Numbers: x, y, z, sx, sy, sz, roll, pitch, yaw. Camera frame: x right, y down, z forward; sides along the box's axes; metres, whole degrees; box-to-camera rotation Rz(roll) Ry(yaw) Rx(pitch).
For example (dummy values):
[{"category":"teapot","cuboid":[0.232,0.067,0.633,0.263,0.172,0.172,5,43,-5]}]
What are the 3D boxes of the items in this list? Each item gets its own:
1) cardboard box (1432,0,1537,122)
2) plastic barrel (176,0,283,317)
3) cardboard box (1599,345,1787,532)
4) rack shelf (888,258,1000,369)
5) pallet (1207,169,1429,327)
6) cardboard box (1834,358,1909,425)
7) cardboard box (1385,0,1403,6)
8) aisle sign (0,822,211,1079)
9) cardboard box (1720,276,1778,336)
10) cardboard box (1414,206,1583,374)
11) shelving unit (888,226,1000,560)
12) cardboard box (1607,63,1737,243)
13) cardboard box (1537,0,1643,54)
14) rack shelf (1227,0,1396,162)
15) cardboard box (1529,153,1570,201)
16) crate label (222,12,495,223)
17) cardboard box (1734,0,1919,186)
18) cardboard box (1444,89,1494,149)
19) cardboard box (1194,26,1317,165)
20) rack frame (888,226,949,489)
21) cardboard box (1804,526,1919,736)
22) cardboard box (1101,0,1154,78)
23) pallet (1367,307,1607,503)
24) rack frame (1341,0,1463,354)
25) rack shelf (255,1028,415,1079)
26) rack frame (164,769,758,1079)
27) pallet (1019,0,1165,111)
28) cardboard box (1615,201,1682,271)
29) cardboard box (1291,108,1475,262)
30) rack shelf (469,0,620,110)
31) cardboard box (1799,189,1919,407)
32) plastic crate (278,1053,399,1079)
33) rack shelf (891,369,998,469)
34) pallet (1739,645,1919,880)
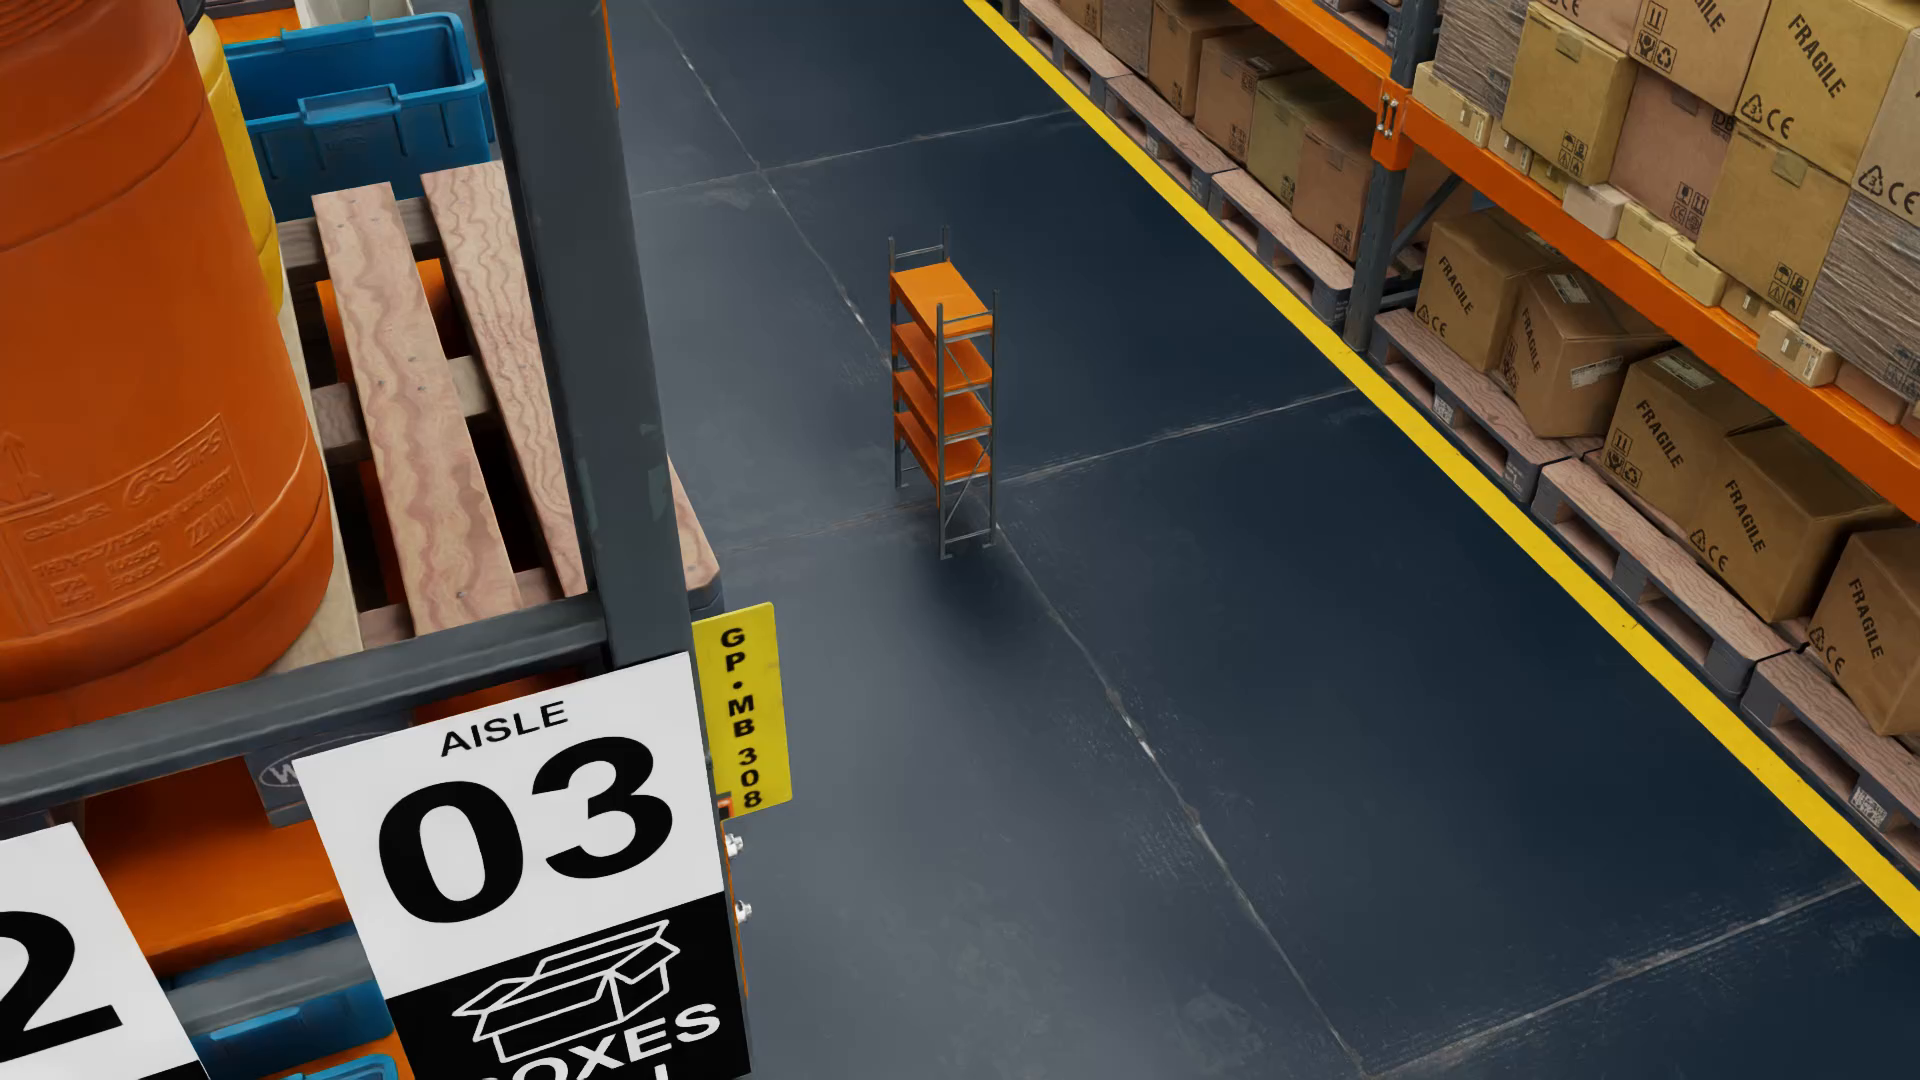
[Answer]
[{"category":"cardboard box","cuboid":[2.400,-2.030,6.506,0.875,0.500,0.500,-15,43,-17]},{"category":"plastic barrel","cuboid":[-1.314,-0.544,2.315,0.600,0.588,0.600,0,41,0]},{"category":"cardboard box","cuboid":[2.937,-0.429,6.544,0.500,0.500,0.500,-19,44,-21]},{"category":"rack shelf","cuboid":[-0.063,-0.853,6.219,0.258,0.148,0.480,-15,43,-17]},{"category":"pallet","cuboid":[1.986,-1.578,8.423,1.003,0.211,1.213,-15,43,-17]},{"category":"cardboard box","cuboid":[3.022,-0.531,5.259,0.380,0.149,0.250,-15,43,-17]},{"category":"cardboard box","cuboid":[2.110,-3.066,7.233,1.000,1.000,1.000,-15,43,-17]},{"category":"aisle sign","cuboid":[-1.007,0.611,1.745,0.394,0.787,0.004,-15,43,-17]},{"category":"cardboard box","cuboid":[2.813,-0.827,5.604,0.380,0.149,0.250,-15,43,-17]},{"category":"cardboard box","cuboid":[2.401,-1.127,7.355,0.500,0.500,0.500,-16,43,-18]},{"category":"shelving unit","cuboid":[-0.063,-0.555,6.475,0.258,1.200,0.503,-15,43,-17]},{"category":"cardboard box","cuboid":[2.843,-1.444,5.824,0.875,0.500,0.500,-15,43,-17]},{"category":"cardboard box","cuboid":[2.415,-2.061,5.774,0.500,0.500,0.500,-15,43,-17]},{"category":"rack shelf","cuboid":[1.520,-3.098,8.604,1.077,0.370,4.000,-15,43,-17]},{"category":"cardboard box","cuboid":[2.399,-1.421,6.294,0.380,0.149,0.250,-15,43,-17]},{"category":"crate label","cuboid":[-1.171,-0.812,3.207,0.502,0.251,0.408,-15,43,-17]},{"category":"cardboard box","cuboid":[2.807,-1.461,5.077,0.500,0.500,0.500,-15,43,-17]},{"category":"cardboard box","cuboid":[2.173,-1.713,6.634,0.380,0.149,0.250,-15,43,-17]},{"category":"cardboard box","cuboid":[1.690,-2.389,8.808,0.700,0.500,0.500,-19,44,-20]},{"category":"rack frame","cuboid":[-0.157,-0.702,6.646,0.240,1.200,0.015,-15,43,-17]},{"category":"cardboard box","cuboid":[3.332,0.300,5.696,0.500,0.500,0.500,-5,41,-6]},{"category":"cardboard box","cuboid":[1.253,-3.065,9.594,0.700,0.500,0.500,-19,44,-20]},{"category":"pallet","cuboid":[2.575,-0.713,7.418,1.003,0.211,1.213,-15,43,-17]},{"category":"rack frame","cuboid":[2.285,-2.166,6.969,1.000,3.000,0.127,-15,43,-17]},{"category":"rack shelf","cuboid":[-1.526,0.547,4.365,1.077,0.370,4.000,-15,43,-17]},{"category":"rack frame","cuboid":[-0.761,1.479,2.730,1.000,3.000,0.127,-15,43,-17]},{"category":"pallet","cuboid":[1.052,-3.047,10.132,1.003,0.211,1.213,-15,43,-17]},{"category":"cardboard box","cuboid":[2.590,-1.120,5.944,0.380,0.149,0.250,-15,43,-17]},{"category":"cardboard box","cuboid":[2.070,-1.761,8.076,0.700,0.500,0.500,-18,44,-20]},{"category":"rack shelf","cuboid":[-1.526,-1.576,2.540,1.077,0.370,4.000,-15,43,-17]},{"category":"cardboard box","cuboid":[3.177,-0.829,5.108,0.875,0.500,0.500,-15,43,-17]},{"category":"plastic crate","cuboid":[-1.228,1.308,3.042,0.499,0.251,0.616,-15,43,-17]},{"category":"rack shelf","cuboid":[-0.063,-0.504,6.519,0.258,0.148,0.480,-15,43,-17]},{"category":"pallet","cuboid":[3.508,0.757,5.708,1.003,0.211,1.213,-15,43,-17]}]
